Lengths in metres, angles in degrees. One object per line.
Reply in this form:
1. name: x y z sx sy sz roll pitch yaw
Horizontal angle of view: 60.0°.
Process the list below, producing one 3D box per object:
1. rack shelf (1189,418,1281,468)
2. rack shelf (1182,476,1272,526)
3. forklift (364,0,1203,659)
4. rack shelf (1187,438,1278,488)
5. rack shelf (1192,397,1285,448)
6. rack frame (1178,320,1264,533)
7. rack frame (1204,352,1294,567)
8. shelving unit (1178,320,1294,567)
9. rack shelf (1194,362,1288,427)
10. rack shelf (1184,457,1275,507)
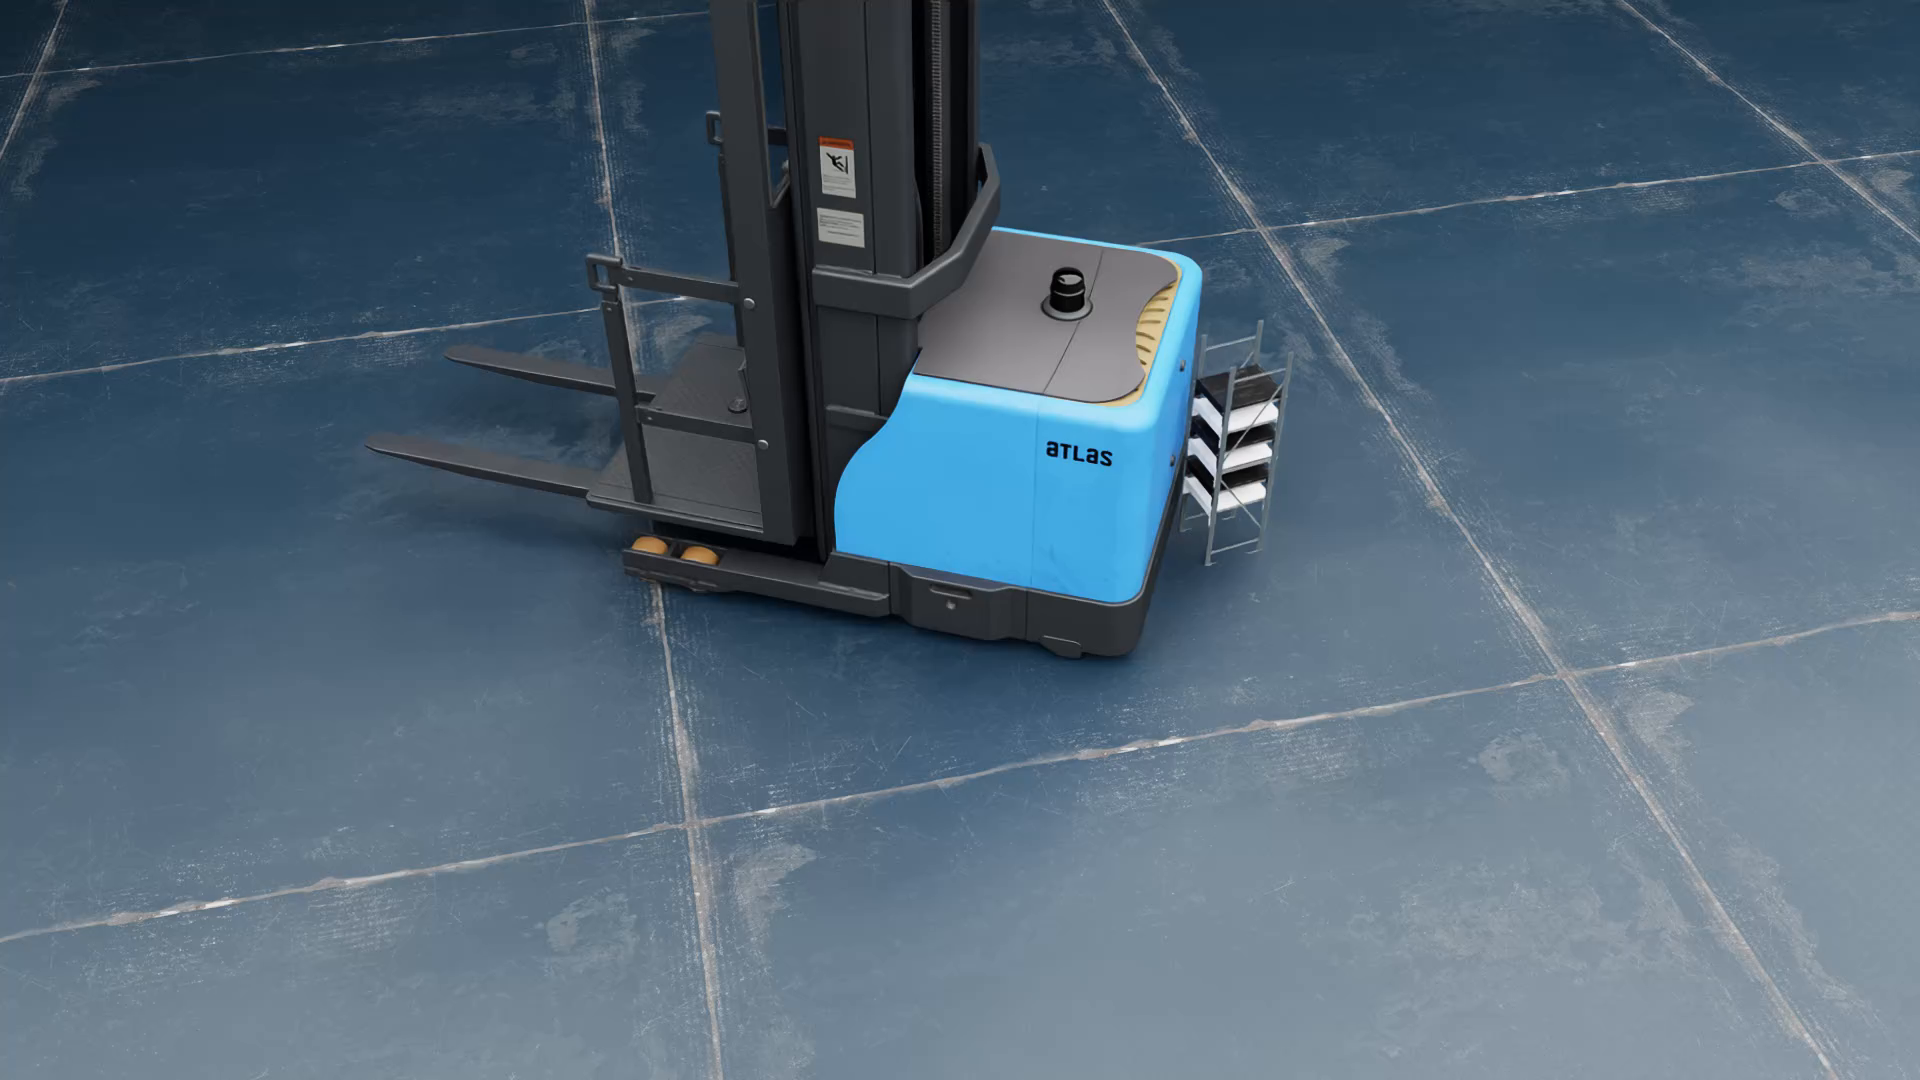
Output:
1. rack shelf: 0.975 -0.373 5.906 0.258 0.077 0.200 -15 44 -16
2. rack shelf: 0.975 -0.171 6.086 0.258 0.077 0.200 -15 44 -16
3. forklift: -0.725 -1.235 5.433 3.031 2.935 1.130 11 43 12
4. rack shelf: 0.975 -0.305 5.966 0.258 0.077 0.200 -15 44 -16
5. rack shelf: 0.975 -0.440 5.847 0.258 0.077 0.200 -15 44 -16
6. rack frame: 0.937 -0.393 6.014 0.240 0.900 0.006 -15 44 -16
7. rack frame: 1.013 -0.268 5.874 0.240 0.900 0.006 -15 44 -16
8. shelving unit: 0.975 -0.330 5.944 0.258 0.900 0.210 -15 44 -16
9. rack shelf: 0.975 -0.507 5.787 0.258 0.077 0.200 -15 44 -16
10. rack shelf: 0.975 -0.238 6.026 0.258 0.077 0.200 -15 44 -16
